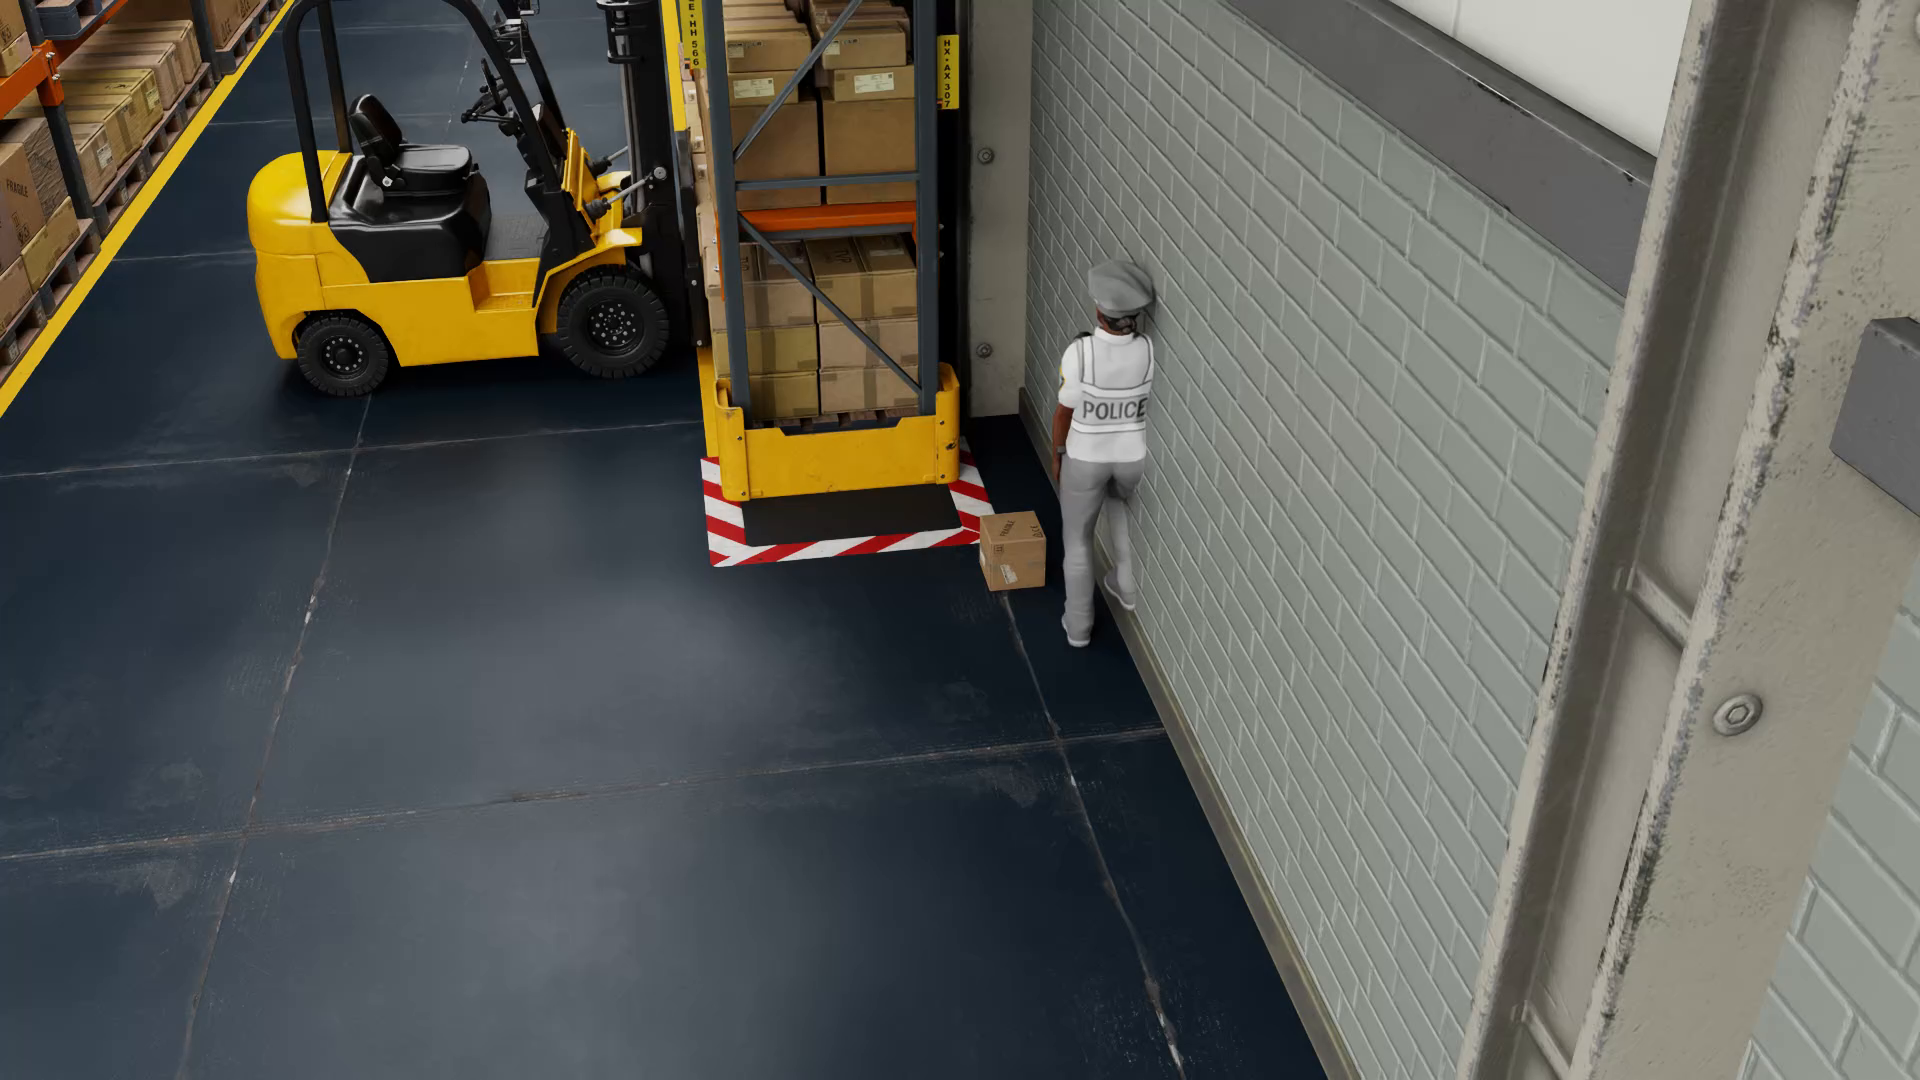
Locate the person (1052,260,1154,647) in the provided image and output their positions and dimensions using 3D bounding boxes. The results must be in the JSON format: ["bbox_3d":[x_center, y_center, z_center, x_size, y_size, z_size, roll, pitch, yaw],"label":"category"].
[{"bbox_3d":[0.573,-0.354,6.703,0.437,1.679,0.502,-5,31,-8],"label":"person"}]
